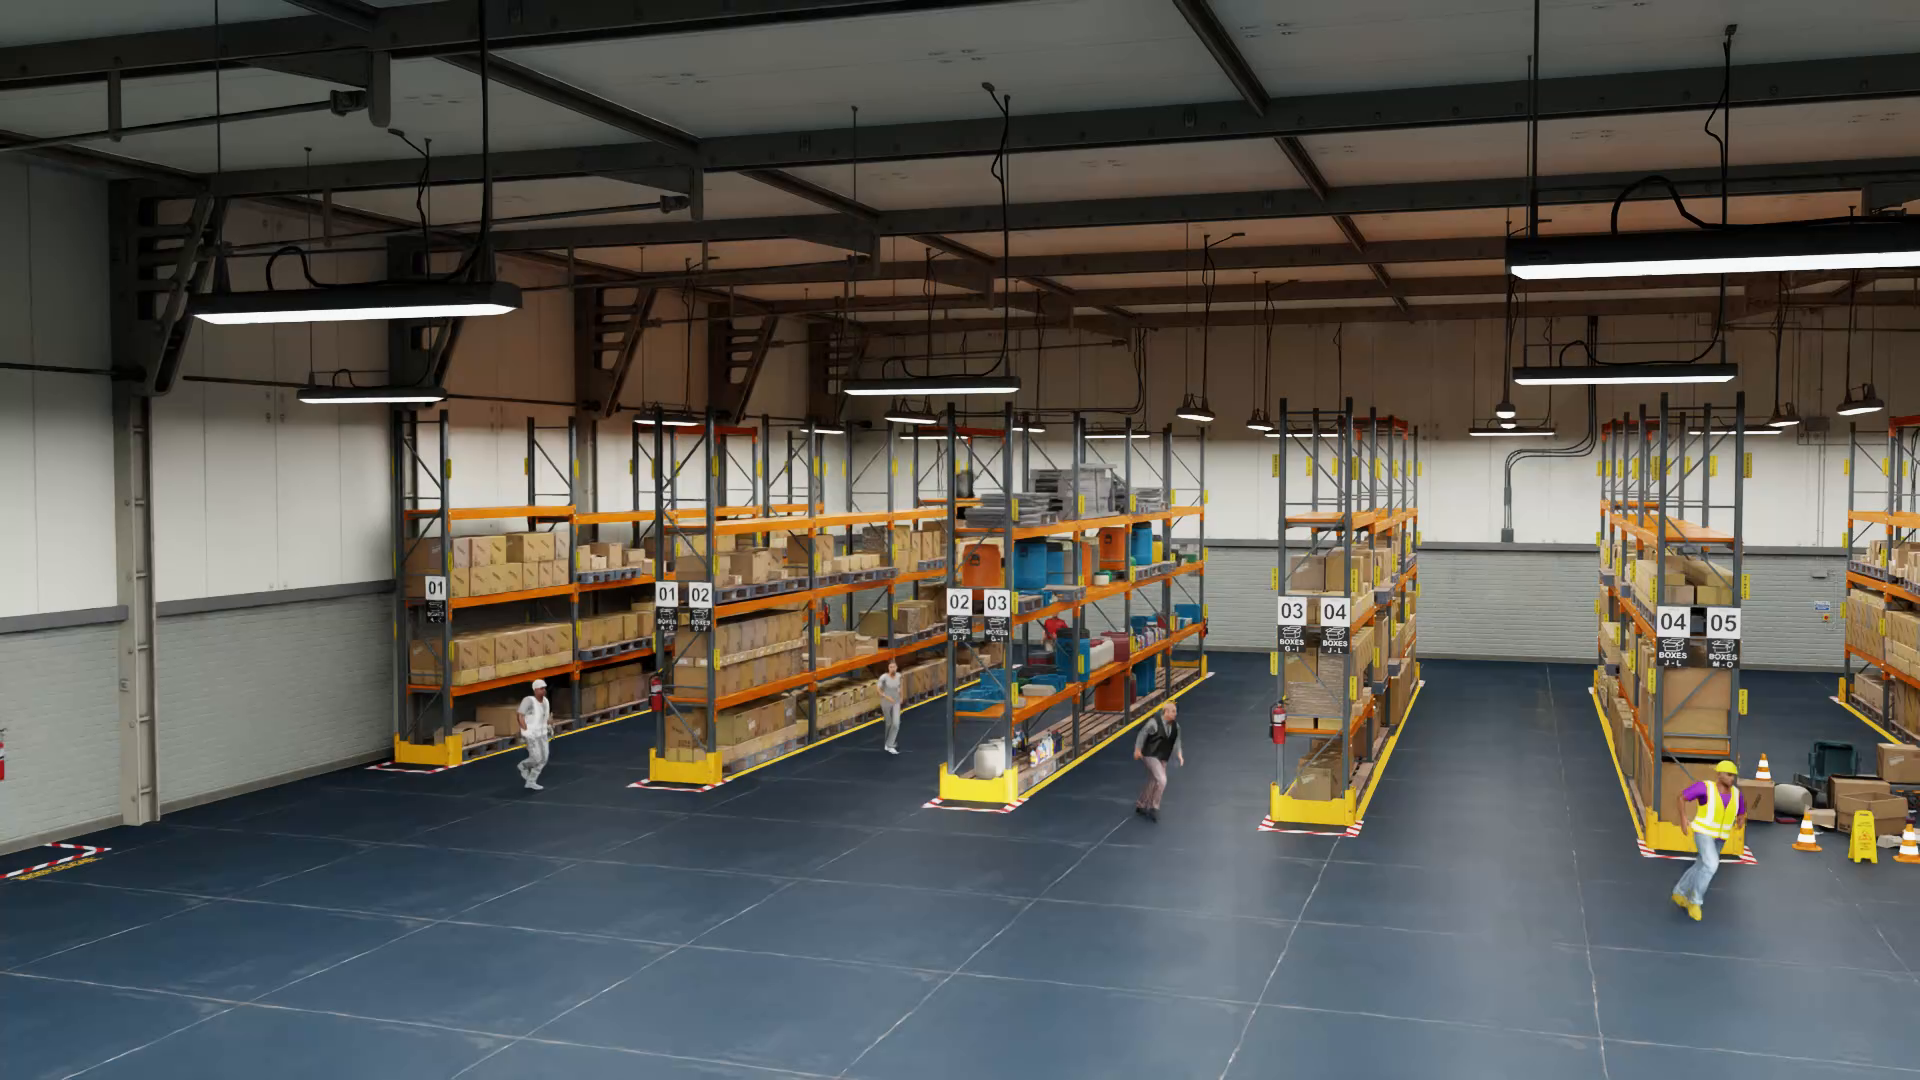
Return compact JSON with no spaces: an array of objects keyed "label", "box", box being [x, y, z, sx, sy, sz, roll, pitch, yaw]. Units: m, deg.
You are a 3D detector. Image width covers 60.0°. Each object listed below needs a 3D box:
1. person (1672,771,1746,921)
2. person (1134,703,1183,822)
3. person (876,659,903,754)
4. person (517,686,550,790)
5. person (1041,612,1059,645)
[{"label":"person","box":[8.384,3.381,18.645,0.815,1.594,0.798,-1,3,-16]},{"label":"person","box":[2.826,3.141,23.828,0.525,1.659,0.772,-2,3,-36]},{"label":"person","box":[1.115,2.781,32.663,6.857,1.650,5.748,-1,3,-16]},{"label":"person","box":[7.071,2.140,25.361,24.536,3.559,14.318,2,3,32]},{"label":"person","box":[2.207,2.468,39.187,0.637,1.697,0.655,1,3,14]}]
